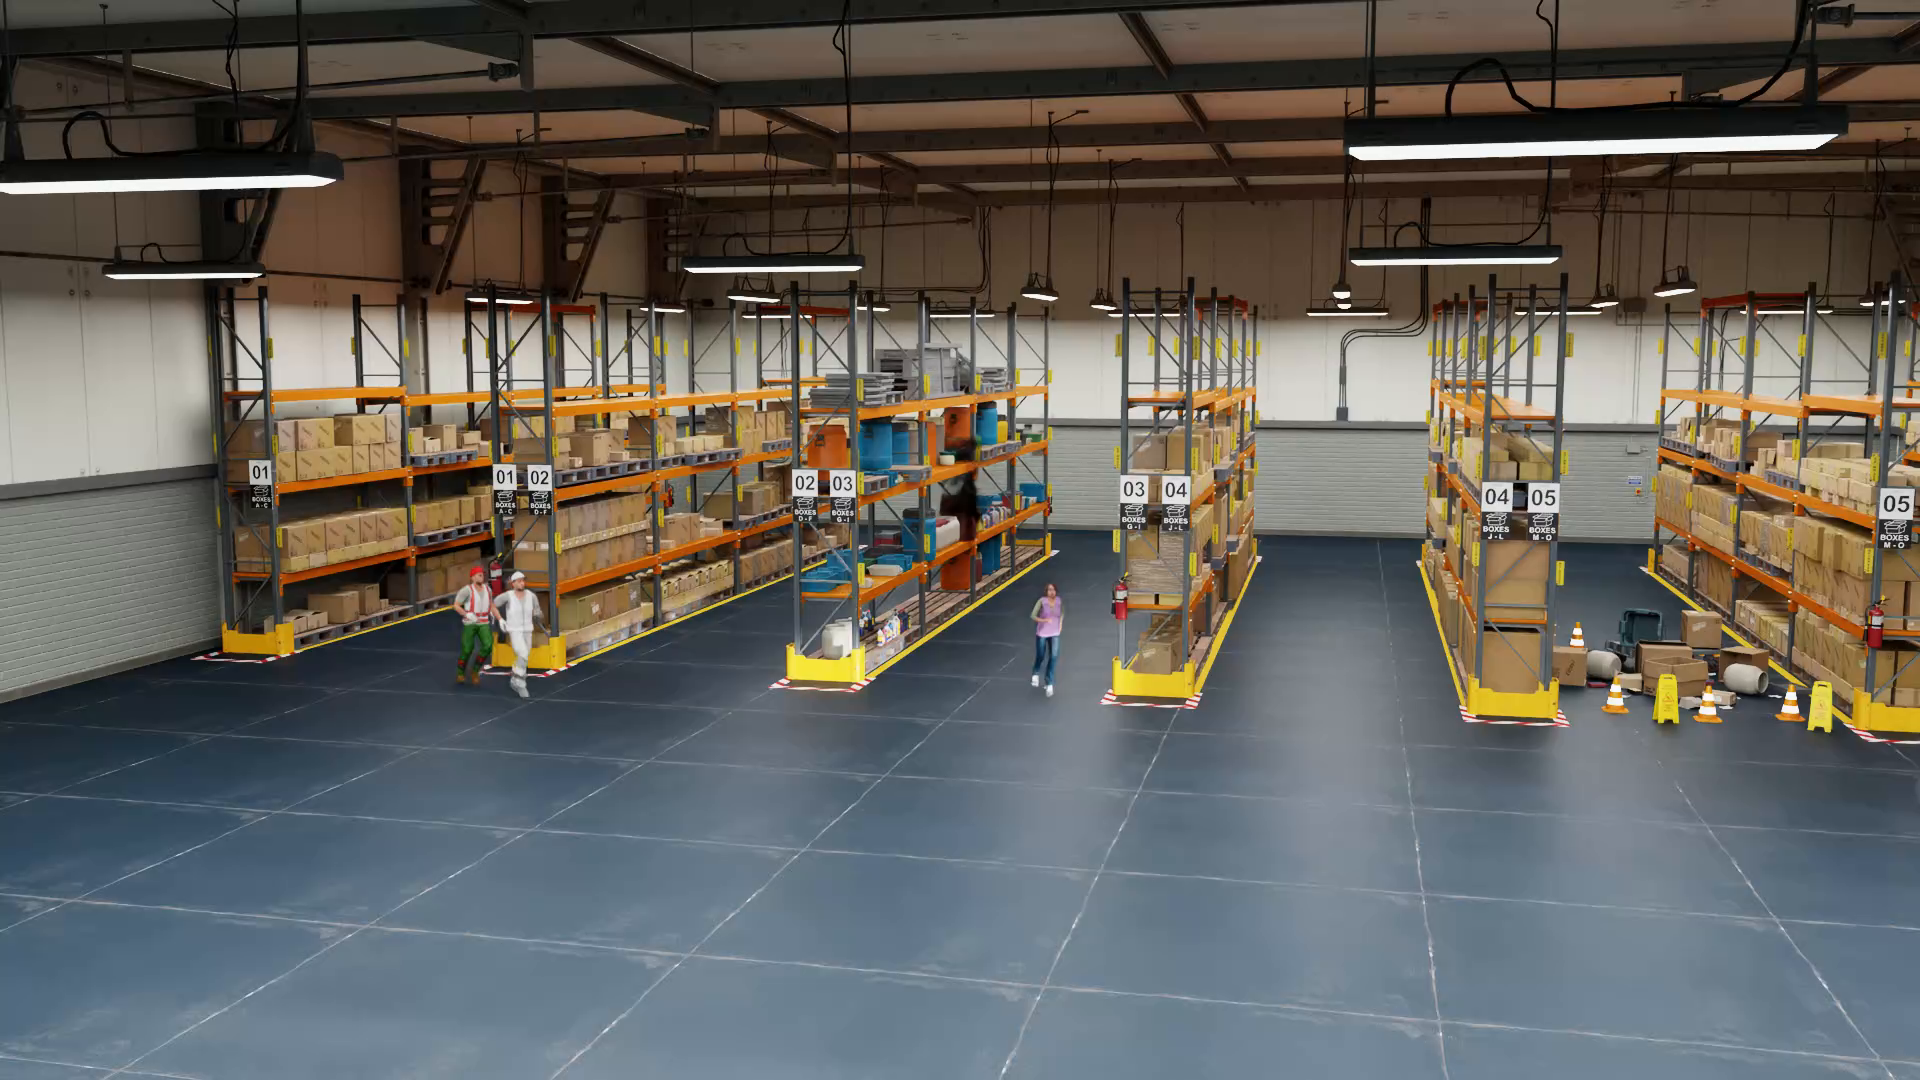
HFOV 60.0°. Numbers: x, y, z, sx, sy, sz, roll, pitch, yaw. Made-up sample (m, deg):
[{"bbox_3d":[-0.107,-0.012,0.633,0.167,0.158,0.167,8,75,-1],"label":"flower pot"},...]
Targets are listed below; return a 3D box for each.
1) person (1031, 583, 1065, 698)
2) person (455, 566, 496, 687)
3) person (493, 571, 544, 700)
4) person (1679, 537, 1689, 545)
[{"bbox_3d":[1.296,1.426,24.290,0.549,1.619,0.791,-1,7,-12],"label":"person"},{"bbox_3d":[-7.219,1.272,24.890,0.698,1.789,0.690,-6,9,-41],"label":"person"},{"bbox_3d":[-6.316,1.351,23.992,0.642,1.819,0.771,-6,9,-43],"label":"person"},{"bbox_3d":[16.760,-0.221,38.330,0.647,1.665,0.858,-5,8,-37],"label":"person"}]
